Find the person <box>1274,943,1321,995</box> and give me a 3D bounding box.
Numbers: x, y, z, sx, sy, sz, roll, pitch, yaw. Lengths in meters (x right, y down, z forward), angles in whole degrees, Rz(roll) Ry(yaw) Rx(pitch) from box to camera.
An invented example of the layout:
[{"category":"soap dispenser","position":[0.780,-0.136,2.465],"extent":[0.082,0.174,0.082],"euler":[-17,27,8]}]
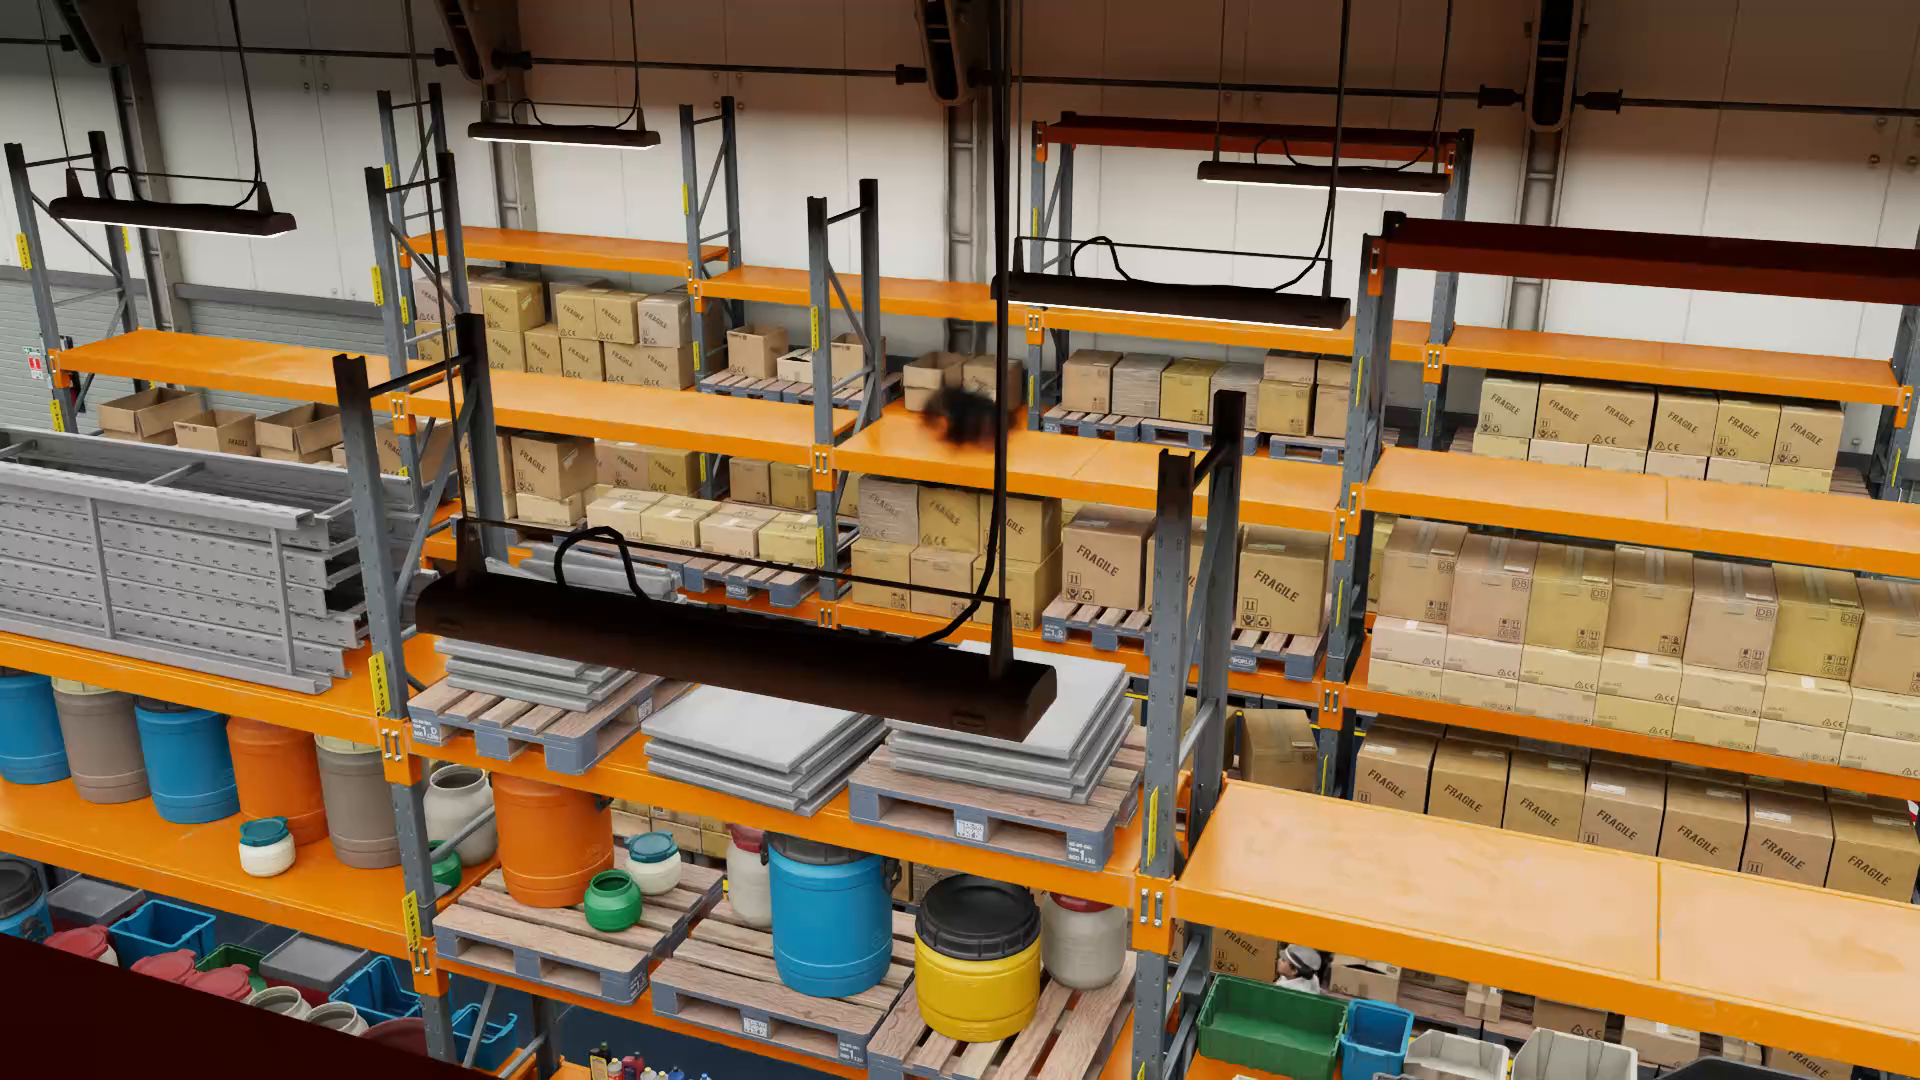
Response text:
[{"category":"person","position":[2.203,3.392,11.170],"extent":[0.523,1.658,0.668],"euler":[7,22,17]}]
